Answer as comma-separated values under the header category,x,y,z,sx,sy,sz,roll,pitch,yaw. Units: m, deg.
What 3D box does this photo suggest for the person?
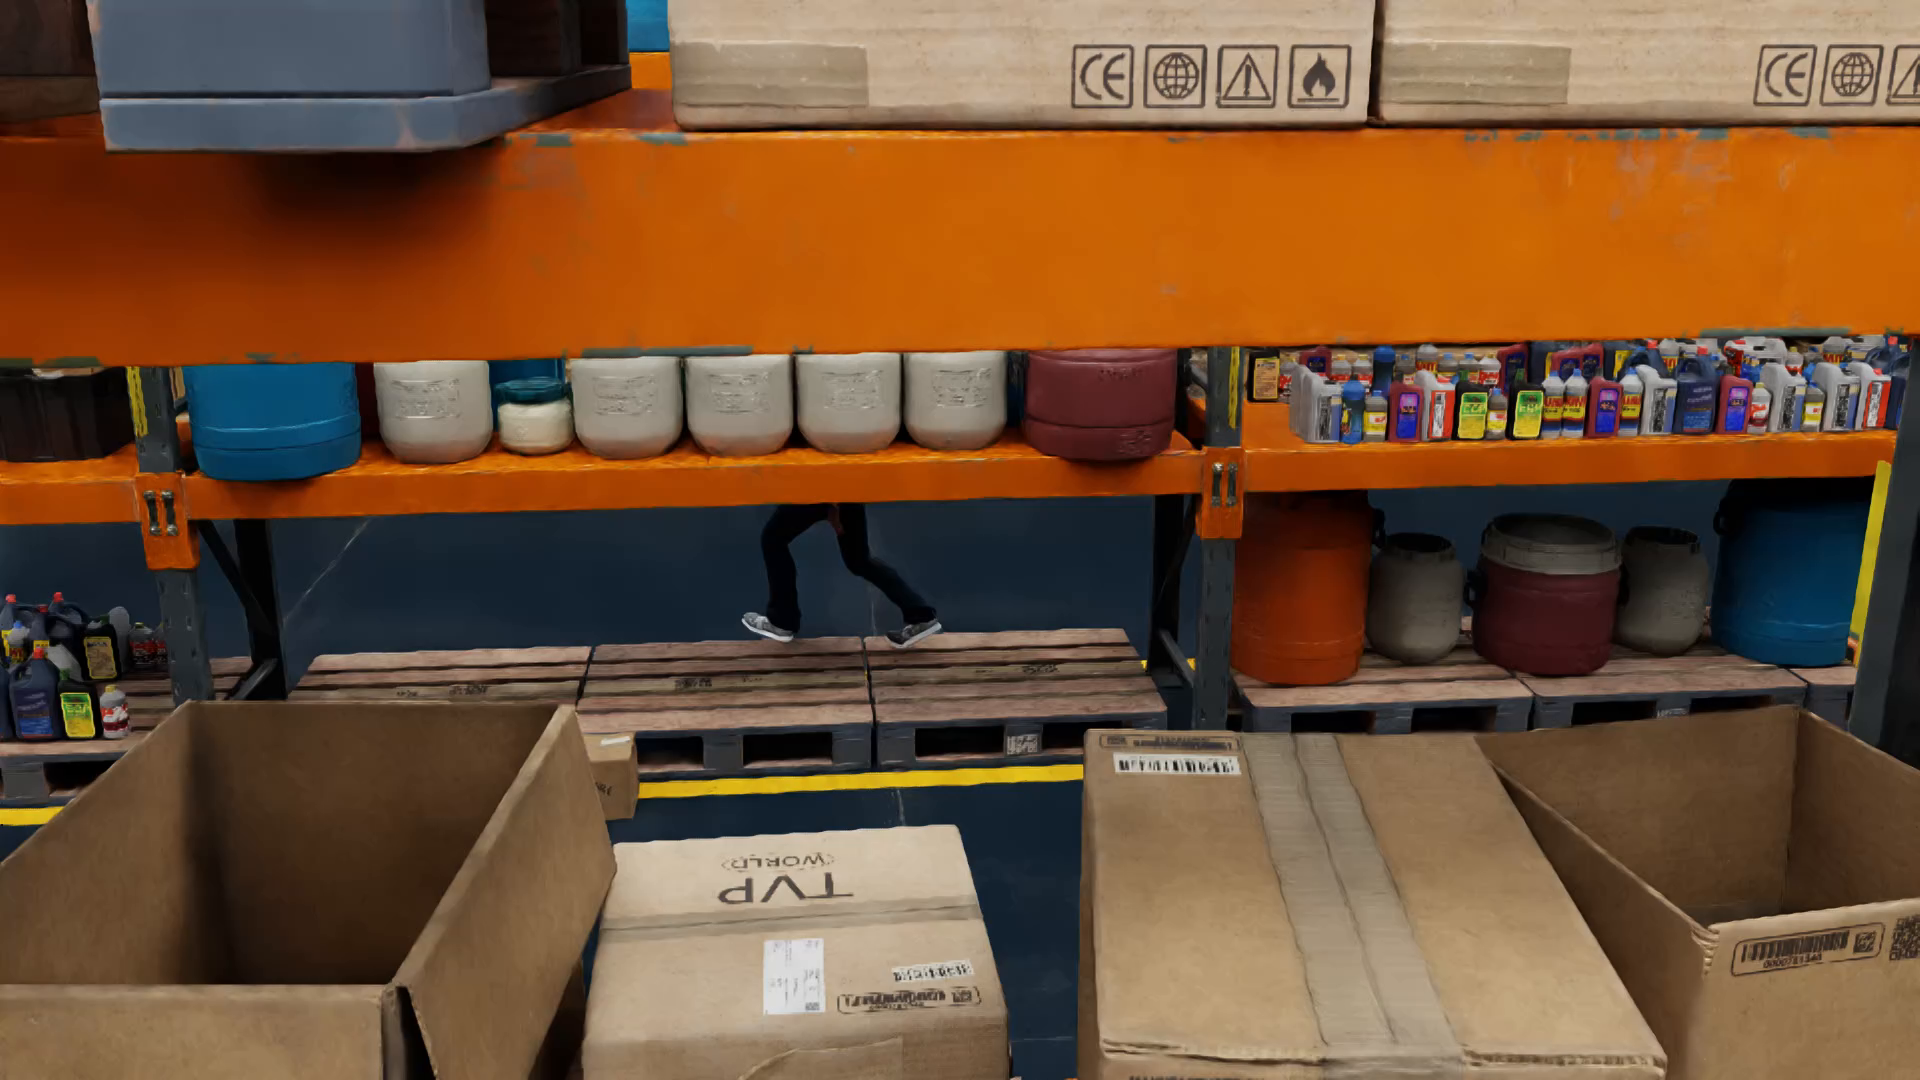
category,x,y,z,sx,sy,sz,roll,pitch,yaw
person,-0.579,-0.239,7.360,0.894,1.545,0.413,7,18,21
